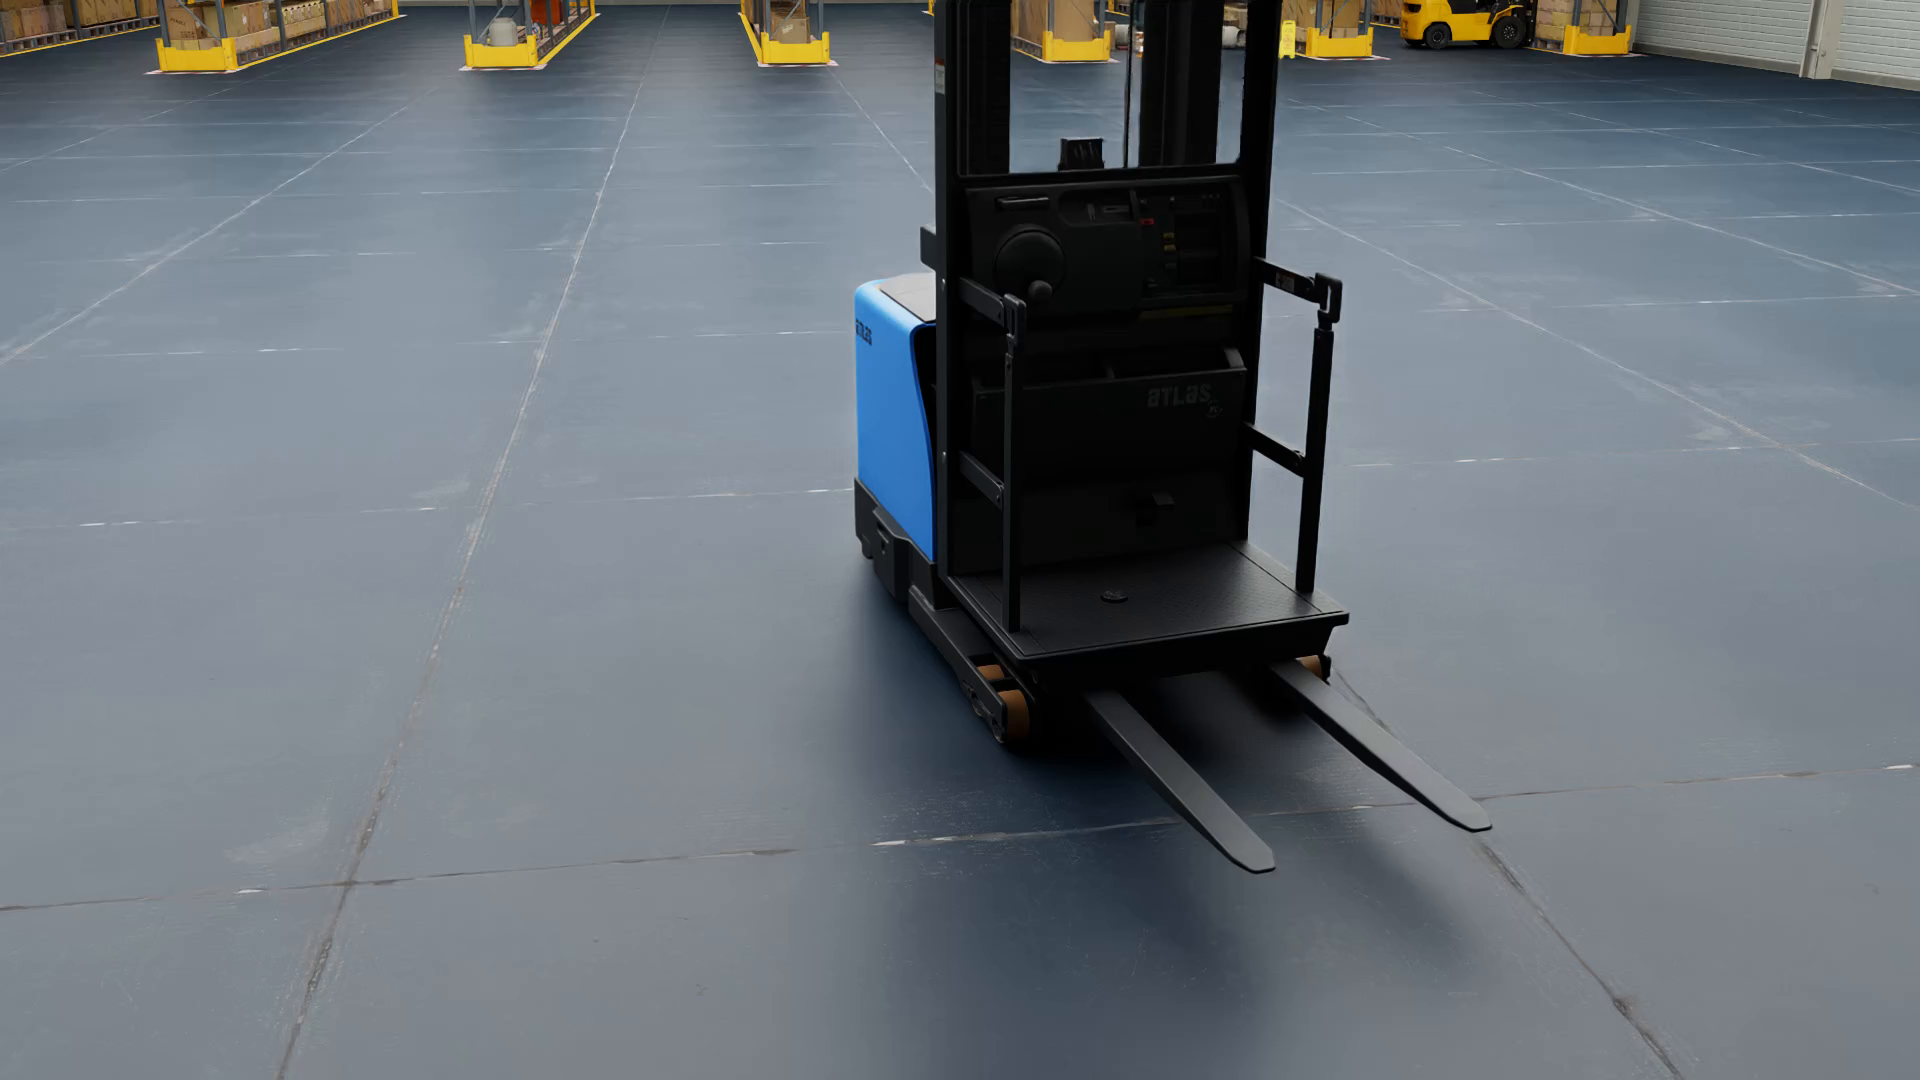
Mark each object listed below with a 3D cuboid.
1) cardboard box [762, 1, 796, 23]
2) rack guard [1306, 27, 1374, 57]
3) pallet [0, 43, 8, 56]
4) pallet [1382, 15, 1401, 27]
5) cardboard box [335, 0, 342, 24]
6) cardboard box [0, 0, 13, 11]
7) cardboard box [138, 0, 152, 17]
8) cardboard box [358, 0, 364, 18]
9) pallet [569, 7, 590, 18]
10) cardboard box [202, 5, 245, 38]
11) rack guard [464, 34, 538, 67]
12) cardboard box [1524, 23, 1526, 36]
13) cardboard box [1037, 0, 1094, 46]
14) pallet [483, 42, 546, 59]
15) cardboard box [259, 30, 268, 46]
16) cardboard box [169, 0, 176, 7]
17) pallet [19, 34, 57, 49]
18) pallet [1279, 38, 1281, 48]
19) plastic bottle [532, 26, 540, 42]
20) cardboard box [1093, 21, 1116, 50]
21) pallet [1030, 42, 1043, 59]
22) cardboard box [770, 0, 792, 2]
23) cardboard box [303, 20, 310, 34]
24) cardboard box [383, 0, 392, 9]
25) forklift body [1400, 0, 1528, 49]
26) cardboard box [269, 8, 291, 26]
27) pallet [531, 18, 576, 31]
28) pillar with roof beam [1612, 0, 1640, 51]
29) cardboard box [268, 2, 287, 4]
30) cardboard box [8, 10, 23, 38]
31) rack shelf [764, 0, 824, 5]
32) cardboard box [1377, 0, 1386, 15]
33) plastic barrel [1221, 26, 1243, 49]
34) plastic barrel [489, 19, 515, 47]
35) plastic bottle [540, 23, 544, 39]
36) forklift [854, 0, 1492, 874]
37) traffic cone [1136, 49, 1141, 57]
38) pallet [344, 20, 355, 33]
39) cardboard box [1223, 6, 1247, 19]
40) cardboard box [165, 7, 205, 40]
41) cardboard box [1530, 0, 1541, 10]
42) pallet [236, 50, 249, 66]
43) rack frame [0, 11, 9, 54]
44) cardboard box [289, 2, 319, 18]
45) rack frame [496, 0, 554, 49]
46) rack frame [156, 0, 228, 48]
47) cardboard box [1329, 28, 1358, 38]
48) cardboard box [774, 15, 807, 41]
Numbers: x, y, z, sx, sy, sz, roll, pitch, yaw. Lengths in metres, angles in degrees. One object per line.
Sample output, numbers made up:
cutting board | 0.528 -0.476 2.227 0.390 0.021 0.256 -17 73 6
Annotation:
cardboard box | -3.808 -11.129 35.169 0.700 0.500 0.500 -5 21 -12
rack guard | 6.932 -9.101 30.370 1.175 0.500 0.348 -3 21 -8
pallet | -18.014 -8.845 30.095 1.003 0.211 1.213 -3 21 -8
pallet | 10.630 -12.222 39.137 1.003 0.211 1.213 -3 21 -8
cardboard box | -13.684 -11.406 35.911 0.500 0.500 0.500 -4 21 -10
cardboard box | -18.335 -10.174 31.542 0.500 0.250 0.500 -3 21 -9
cardboard box | -19.305 -12.441 38.712 0.700 0.500 0.500 -3 21 -7
cardboard box | -14.042 -12.281 38.255 0.500 0.500 0.500 -3 21 -8
pallet | -9.991 -13.442 42.405 1.003 0.211 1.213 -3 21 -8
cardboard box | -12.598 -8.878 28.456 0.500 0.500 0.500 -3 21 -8
rack guard | -7.823 -8.349 28.356 1.175 0.500 0.348 -3 21 -8
cardboard box | 11.251 -10.078 32.742 0.500 0.250 0.500 -2 21 -6
cardboard box | 1.896 -9.394 30.018 0.875 0.875 0.875 -3 21 -7
pallet | -8.107 -8.917 30.289 1.003 0.211 1.213 -3 21 -8
cardboard box | -12.812 -9.046 29.978 0.500 0.250 0.500 -3 21 -8
cardboard box | -19.603 -13.152 40.614 0.700 0.500 0.500 -3 21 -8
pallet | -18.438 -9.768 32.568 1.003 0.211 1.213 -3 21 -8
pallet | 6.677 -9.671 32.307 1.003 0.211 1.213 -3 21 -8
plastic bottle | -7.870 -9.368 30.776 0.152 0.276 0.135 -3 21 -7
cardboard box | 2.722 -9.691 31.944 0.500 0.500 0.500 1 20 2
pallet | 1.866 -8.928 30.318 1.003 0.211 1.213 -3 21 -8
cardboard box | -3.804 -11.489 35.061 0.500 0.250 0.500 -1 20 -2
cardboard box | -13.279 -10.226 33.138 0.500 0.250 0.500 -3 21 -7
cardboard box | -14.652 -13.647 41.911 0.500 0.500 0.500 -3 21 -8
forklift body | 9.775 -10.665 32.196 2.313 2.155 1.214 -3 21 -8
cardboard box | -13.057 -9.960 31.624 0.500 0.311 0.500 -3 21 -8
pallet | -9.246 -11.652 37.612 1.003 0.211 1.213 -3 21 -8
pillar with roof beam | 8.385 -13.377 29.672 9.100 9.000 0.400 -3 21 -8
cardboard box | -13.952 -10.811 33.904 0.500 0.311 0.500 -3 21 -9
cardboard box | -18.392 -9.847 31.738 0.700 0.500 0.500 -3 21 -9
rack shelf | -3.152 -10.102 30.504 1.077 0.370 4.000 -3 21 -8
cardboard box | 10.287 -12.784 39.629 0.500 0.500 0.500 -2 21 -5
plastic barrel | 5.147 -9.678 32.023 0.512 0.421 0.421 12 24 30
plastic barrel | -7.936 -8.752 28.816 0.421 0.512 0.421 0 20 0
plastic bottle | -7.946 -9.665 31.560 0.061 0.283 0.133 -2 21 -5
forklift | 0.536 -0.912 4.968 1.130 2.935 3.031 -7 21 -17
traffic cone | 3.387 -9.028 30.228 0.336 0.463 0.334 -3 21 -8
pallet | -14.063 -11.393 36.919 1.003 0.211 1.213 -3 21 -8
cardboard box | 6.079 -11.268 35.752 0.950 0.372 0.625 -2 21 -6
cardboard box | -13.039 -8.678 27.923 0.500 0.500 0.500 -3 21 -8
cardboard box | 11.317 -10.369 32.092 0.500 0.250 0.500 -3 21 -7
pallet | -12.819 -8.204 28.381 1.003 0.211 1.213 -3 21 -8
rack frame | -18.145 -10.382 30.225 1.000 3.000 0.127 -3 21 -8
cardboard box | -13.420 -10.840 33.982 0.500 0.311 0.500 -3 21 -9
rack frame | -8.342 -10.881 31.563 1.000 3.000 0.127 -3 21 -8
rack frame | -12.667 -9.248 27.189 1.000 3.000 0.127 -3 21 -8
cardboard box | 7.100 -9.448 31.055 0.500 0.250 0.500 -3 21 -8
cardboard box | -3.057 -9.194 30.018 0.500 0.500 0.500 2 21 6
